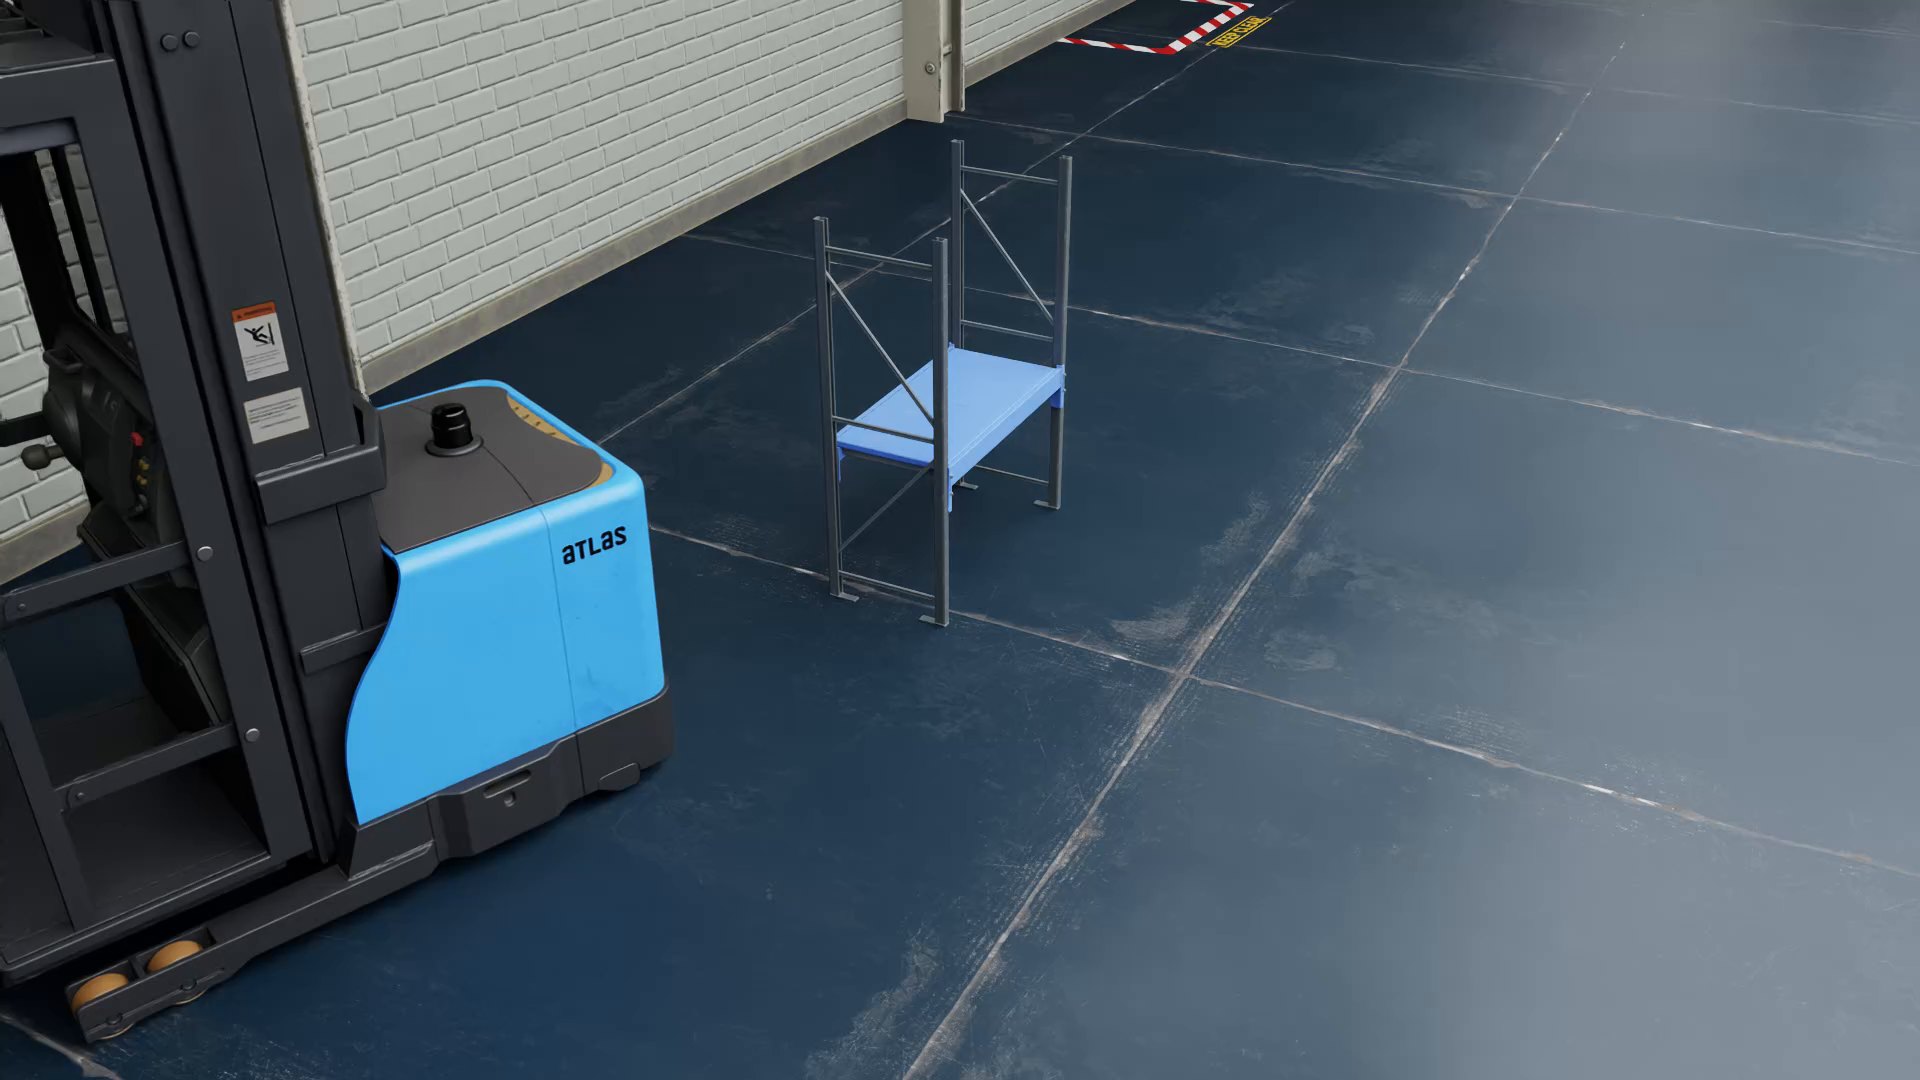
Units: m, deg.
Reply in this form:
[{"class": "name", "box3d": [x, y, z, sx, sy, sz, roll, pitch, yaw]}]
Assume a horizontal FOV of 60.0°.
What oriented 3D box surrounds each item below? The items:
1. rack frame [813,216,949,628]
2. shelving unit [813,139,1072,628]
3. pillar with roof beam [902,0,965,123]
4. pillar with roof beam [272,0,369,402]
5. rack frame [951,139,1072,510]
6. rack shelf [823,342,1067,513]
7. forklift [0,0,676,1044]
[{"class": "rack frame", "box3d": [-0.270, -0.387, 5.918, 0.500, 1.500, 0.032, 14, 33, 23]}, {"class": "shelving unit", "box3d": [-0.039, -0.613, 6.311, 0.538, 1.500, 1.048, 14, 33, 23]}, {"class": "pillar with roof beam", "box3d": [3.643, -6.054, 8.257, 9.100, 9.000, 0.400, 14, 33, 23]}, {"class": "pillar with roof beam", "box3d": [0.910, -3.394, 3.625, 9.100, 9.000, 0.400, 14, 33, 23]}, {"class": "rack frame", "box3d": [0.193, -0.838, 6.703, 0.500, 1.500, 0.032, 14, 33, 23]}, {"class": "rack shelf", "box3d": [-0.039, -0.457, 6.400, 0.538, 0.185, 1.000, 14, 33, 23]}, {"class": "forklift", "box3d": [-2.380, -0.239, 4.223, 3.031, 2.935, 1.130, -23, 37, -34]}]
